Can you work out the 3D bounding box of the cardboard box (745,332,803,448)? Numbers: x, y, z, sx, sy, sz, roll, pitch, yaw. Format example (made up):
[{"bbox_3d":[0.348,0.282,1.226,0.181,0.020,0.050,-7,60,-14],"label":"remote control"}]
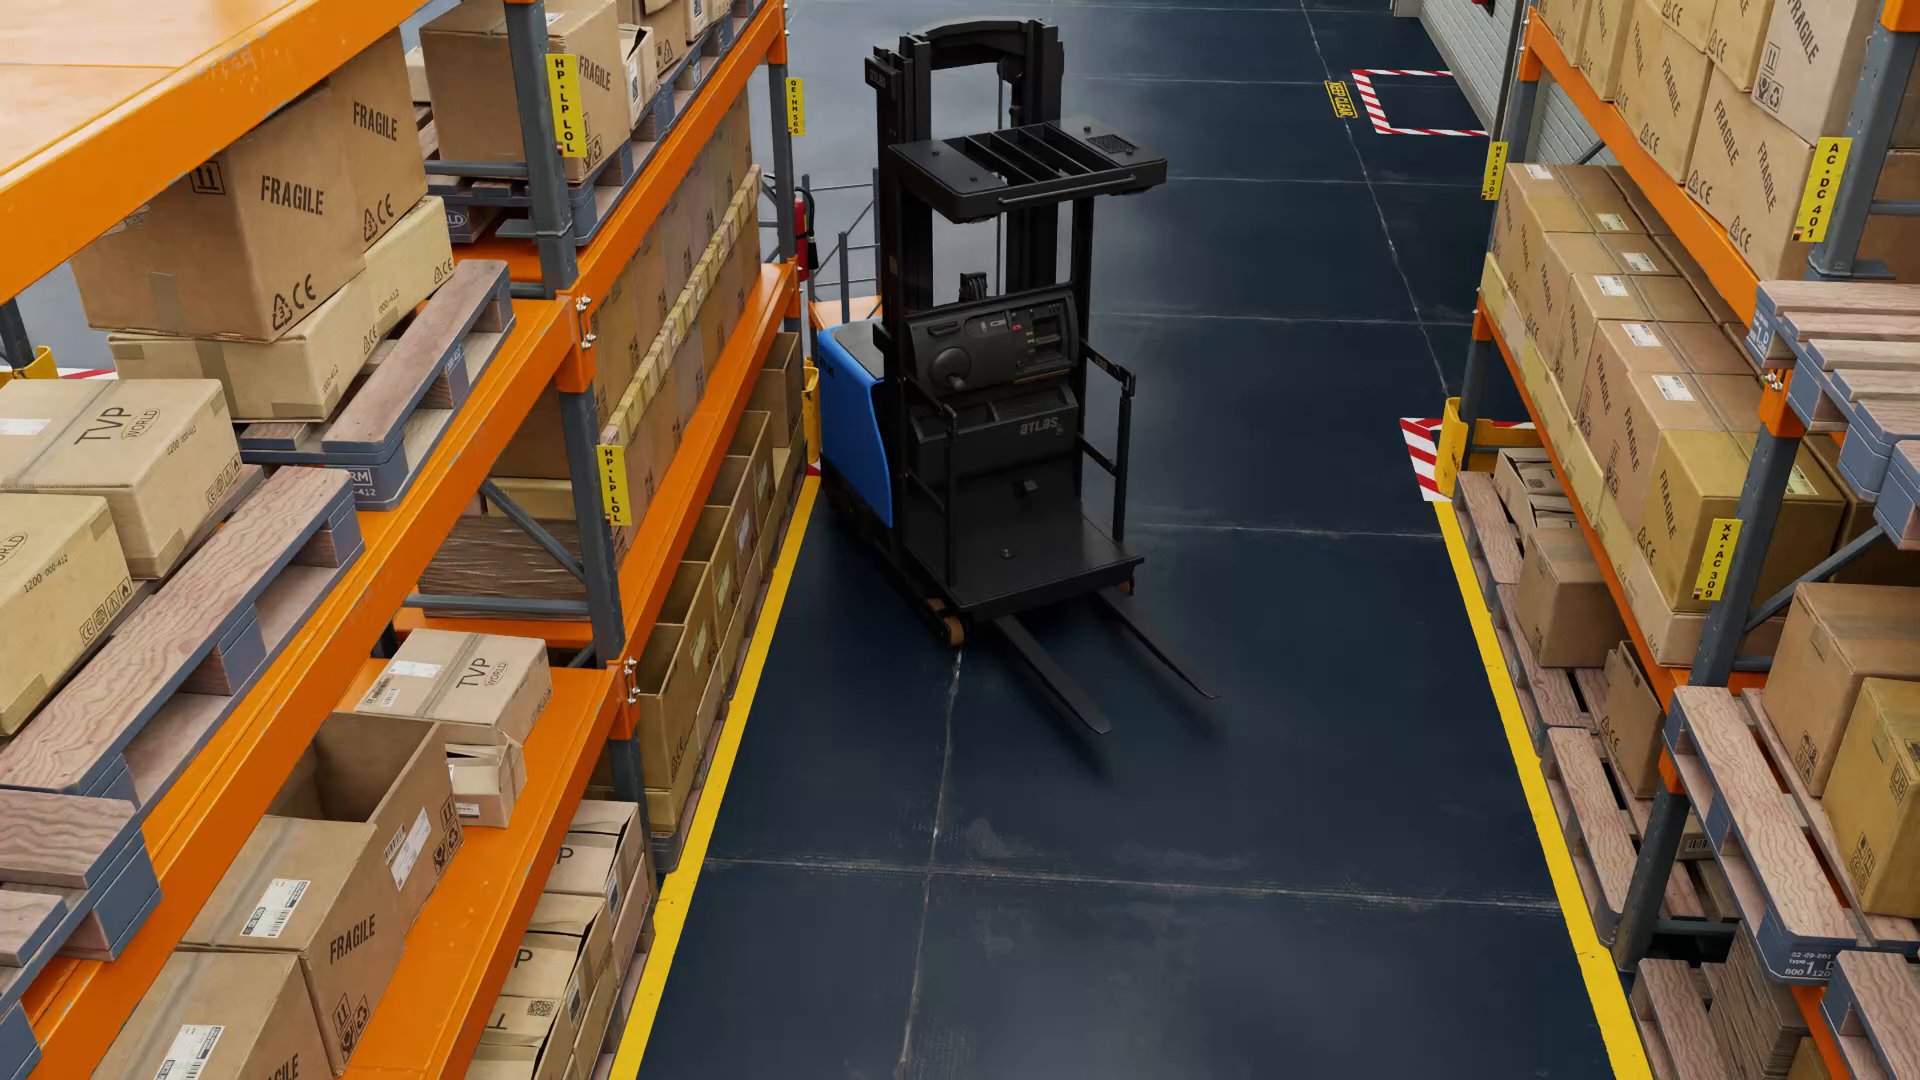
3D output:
[{"bbox_3d":[-1.204,-0.878,9.602,0.500,0.500,0.500,2,32,4],"label":"cardboard box"}]

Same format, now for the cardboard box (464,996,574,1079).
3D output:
[{"bbox_3d":[-1.609,1.758,5.504,0.500,0.311,0.500,2,32,4],"label":"cardboard box"}]

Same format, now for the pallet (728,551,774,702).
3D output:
[{"bbox_3d":[-1.580,0.381,8.710,1.003,0.211,1.213,2,32,4],"label":"pallet"}]

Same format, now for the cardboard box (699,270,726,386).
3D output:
[{"bbox_3d":[-1.592,-1.108,8.375,0.700,0.500,0.500,3,32,4],"label":"cardboard box"}]

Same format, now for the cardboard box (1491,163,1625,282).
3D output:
[{"bbox_3d":[3.142,-1.661,8.776,0.500,0.500,0.500,2,32,4],"label":"cardboard box"}]

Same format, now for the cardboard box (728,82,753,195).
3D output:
[{"bbox_3d":[-1.512,-2.167,8.856,0.700,0.500,0.500,3,32,4],"label":"cardboard box"}]

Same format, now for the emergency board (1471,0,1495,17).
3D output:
[{"bbox_3d":[5.013,-5.659,15.854,0.194,1.169,0.643,2,32,4],"label":"emergency board"}]

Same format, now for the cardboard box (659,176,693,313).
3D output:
[{"bbox_3d":[-1.631,-1.366,7.557,0.700,0.500,0.500,2,32,4],"label":"cardboard box"}]

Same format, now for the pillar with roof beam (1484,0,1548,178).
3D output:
[{"bbox_3d":[0.483,-7.106,12.484,9.100,9.000,0.400,2,32,4],"label":"pillar with roof beam"}]

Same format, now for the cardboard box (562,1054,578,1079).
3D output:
[{"bbox_3d":[-1.612,2.001,5.645,0.500,0.250,0.500,3,32,5],"label":"cardboard box"}]

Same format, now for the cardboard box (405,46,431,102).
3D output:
[{"bbox_3d":[-1.957,-1.803,6.443,0.380,0.149,0.250,2,32,4],"label":"cardboard box"}]

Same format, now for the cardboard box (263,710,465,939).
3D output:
[{"bbox_3d":[-1.905,0.882,5.145,0.500,0.500,0.500,5,32,8],"label":"cardboard box"}]

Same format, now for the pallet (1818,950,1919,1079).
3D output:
[{"bbox_3d":[2.949,1.594,4.267,1.003,0.211,1.213,2,32,4],"label":"pallet"}]

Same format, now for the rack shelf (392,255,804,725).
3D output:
[{"bbox_3d":[-1.620,-0.492,8.155,1.077,0.370,4.000,2,32,4],"label":"rack shelf"}]

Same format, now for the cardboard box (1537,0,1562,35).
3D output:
[{"bbox_3d":[3.204,-2.798,8.238,0.500,0.500,0.500,3,32,5],"label":"cardboard box"}]

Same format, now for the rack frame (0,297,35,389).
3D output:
[{"bbox_3d":[-6.394,-2.057,10.009,1.000,3.000,0.127,2,32,4],"label":"rack frame"}]

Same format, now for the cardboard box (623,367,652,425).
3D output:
[{"bbox_3d":[-1.509,-0.606,6.942,0.380,0.149,0.250,2,32,4],"label":"cardboard box"}]

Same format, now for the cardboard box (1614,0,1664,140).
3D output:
[{"bbox_3d":[3.064,-1.966,6.888,0.500,0.500,0.500,4,32,7],"label":"cardboard box"}]

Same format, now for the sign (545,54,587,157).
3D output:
[{"bbox_3d":[-1.241,-1.365,5.234,0.100,0.325,0.005,2,32,4],"label":"sign"}]

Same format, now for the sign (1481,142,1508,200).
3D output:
[{"bbox_3d":[2.939,-2.026,9.133,0.100,0.325,0.005,2,32,4],"label":"sign"}]

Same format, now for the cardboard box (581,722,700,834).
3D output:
[{"bbox_3d":[-1.443,1.010,7.253,0.500,0.250,0.500,2,32,4],"label":"cardboard box"}]

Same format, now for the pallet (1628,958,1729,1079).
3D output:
[{"bbox_3d":[3.093,2.052,6.000,1.003,0.211,1.213,2,32,4],"label":"pallet"}]

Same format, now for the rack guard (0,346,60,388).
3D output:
[{"bbox_3d":[-6.353,-0.951,10.597,1.175,0.500,0.348,2,32,4],"label":"rack guard"}]

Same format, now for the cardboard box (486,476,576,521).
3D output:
[{"bbox_3d":[-1.568,-0.203,6.287,0.380,0.149,0.250,2,32,4],"label":"cardboard box"}]

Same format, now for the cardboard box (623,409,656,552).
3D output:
[{"bbox_3d":[-1.717,-0.303,7.068,0.700,0.500,0.500,2,32,3],"label":"cardboard box"}]

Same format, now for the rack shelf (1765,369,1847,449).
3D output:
[{"bbox_3d":[2.992,0.533,3.633,1.077,0.370,4.000,2,32,4],"label":"rack shelf"}]

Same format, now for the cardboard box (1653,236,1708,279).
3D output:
[{"bbox_3d":[3.565,-1.109,7.880,0.500,0.500,0.500,2,32,3],"label":"cardboard box"}]

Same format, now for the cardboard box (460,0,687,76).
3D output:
[{"bbox_3d":[-1.523,-2.167,6.696,0.797,0.503,0.637,6,32,9],"label":"cardboard box"}]

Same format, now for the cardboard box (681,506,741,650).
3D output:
[{"bbox_3d":[-1.352,0.168,7.904,0.500,0.500,0.500,2,32,4],"label":"cardboard box"}]

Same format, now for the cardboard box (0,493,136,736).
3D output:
[{"bbox_3d":[-2.045,0.134,3.337,0.500,0.250,0.500,2,32,3],"label":"cardboard box"}]

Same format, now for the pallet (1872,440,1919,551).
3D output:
[{"bbox_3d":[2.917,0.121,3.794,1.213,0.211,1.003,2,32,4],"label":"pallet"}]

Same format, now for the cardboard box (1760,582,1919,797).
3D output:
[{"bbox_3d":[3.079,0.492,5.358,0.700,0.500,0.500,3,32,4],"label":"cardboard box"}]

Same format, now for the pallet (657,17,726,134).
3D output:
[{"bbox_3d":[-1.637,-2.075,7.263,1.003,0.211,1.213,2,32,4],"label":"pallet"}]

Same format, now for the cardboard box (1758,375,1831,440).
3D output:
[{"bbox_3d":[3.447,-0.313,6.589,0.500,0.500,0.500,2,32,4],"label":"cardboard box"}]

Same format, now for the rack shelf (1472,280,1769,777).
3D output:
[{"bbox_3d":[3.317,-0.282,7.814,1.077,0.370,4.000,2,32,4],"label":"rack shelf"}]

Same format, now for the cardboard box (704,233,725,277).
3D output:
[{"bbox_3d":[-1.383,-1.415,8.254,0.380,0.149,0.250,3,32,6],"label":"cardboard box"}]

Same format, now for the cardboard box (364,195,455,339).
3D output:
[{"bbox_3d":[-1.843,-0.822,4.889,0.500,0.250,0.500,6,32,9],"label":"cardboard box"}]

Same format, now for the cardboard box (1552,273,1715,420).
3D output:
[{"bbox_3d":[3.013,-0.863,7.480,0.500,0.500,0.500,3,32,6],"label":"cardboard box"}]

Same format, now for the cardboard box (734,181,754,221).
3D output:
[{"bbox_3d":[-1.318,-1.818,8.907,0.380,0.149,0.250,3,32,5],"label":"cardboard box"}]

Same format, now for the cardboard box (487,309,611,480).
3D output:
[{"bbox_3d":[-1.753,-0.579,6.279,0.700,0.500,0.500,3,32,4],"label":"cardboard box"}]

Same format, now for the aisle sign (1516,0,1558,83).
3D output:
[{"bbox_3d":[3.187,-2.791,8.722,0.394,0.787,0.004,2,32,4],"label":"aisle sign"}]

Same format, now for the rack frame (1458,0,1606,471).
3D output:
[{"bbox_3d":[3.480,-1.634,9.323,1.000,3.000,0.127,2,32,4],"label":"rack frame"}]

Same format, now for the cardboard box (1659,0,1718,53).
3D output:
[{"bbox_3d":[2.991,-2.130,6.201,0.500,0.500,0.500,1,32,2],"label":"cardboard box"}]

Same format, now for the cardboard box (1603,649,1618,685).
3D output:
[{"bbox_3d":[3.305,0.648,7.917,0.380,0.149,0.250,0,32,0],"label":"cardboard box"}]

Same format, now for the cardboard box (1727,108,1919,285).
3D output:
[{"bbox_3d":[2.949,-1.146,5.558,0.500,0.500,0.500,3,32,5],"label":"cardboard box"}]

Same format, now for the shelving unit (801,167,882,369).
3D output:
[{"bbox_3d":[-0.597,-1.412,10.391,0.587,1.500,1.083,-9,33,-14],"label":"shelving unit"}]

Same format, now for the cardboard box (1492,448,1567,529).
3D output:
[{"bbox_3d":[3.334,-0.319,9.332,0.500,0.311,0.500,-1,32,-2],"label":"cardboard box"}]

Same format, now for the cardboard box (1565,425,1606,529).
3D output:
[{"bbox_3d":[2.965,-0.272,7.236,0.500,0.250,0.500,2,32,4],"label":"cardboard box"}]

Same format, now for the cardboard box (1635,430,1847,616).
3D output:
[{"bbox_3d":[2.885,-0.067,6.189,0.500,0.500,0.500,2,32,4],"label":"cardboard box"}]

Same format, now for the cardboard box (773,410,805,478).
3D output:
[{"bbox_3d":[-1.207,-0.559,9.799,0.500,0.250,0.500,2,32,4],"label":"cardboard box"}]

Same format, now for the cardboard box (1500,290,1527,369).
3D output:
[{"bbox_3d":[3.096,-1.065,8.523,0.500,0.250,0.500,2,32,2],"label":"cardboard box"}]

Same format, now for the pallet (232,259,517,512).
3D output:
[{"bbox_3d":[-1.842,-0.486,4.783,0.805,0.209,1.217,1,32,2],"label":"pallet"}]

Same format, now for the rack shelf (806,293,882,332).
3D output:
[{"bbox_3d":[-0.600,-1.263,10.493,0.538,0.185,1.000,-9,33,-14],"label":"rack shelf"}]

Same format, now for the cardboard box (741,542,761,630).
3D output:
[{"bbox_3d":[-1.317,0.226,8.525,0.500,0.250,0.500,2,32,4],"label":"cardboard box"}]

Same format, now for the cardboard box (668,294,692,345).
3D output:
[{"bbox_3d":[-1.446,-1.013,7.602,0.380,0.149,0.250,2,32,4],"label":"cardboard box"}]

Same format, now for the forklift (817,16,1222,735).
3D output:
[{"bbox_3d":[0.277,-0.954,8.284,1.130,2.935,3.031,-15,35,-22],"label":"forklift"}]
